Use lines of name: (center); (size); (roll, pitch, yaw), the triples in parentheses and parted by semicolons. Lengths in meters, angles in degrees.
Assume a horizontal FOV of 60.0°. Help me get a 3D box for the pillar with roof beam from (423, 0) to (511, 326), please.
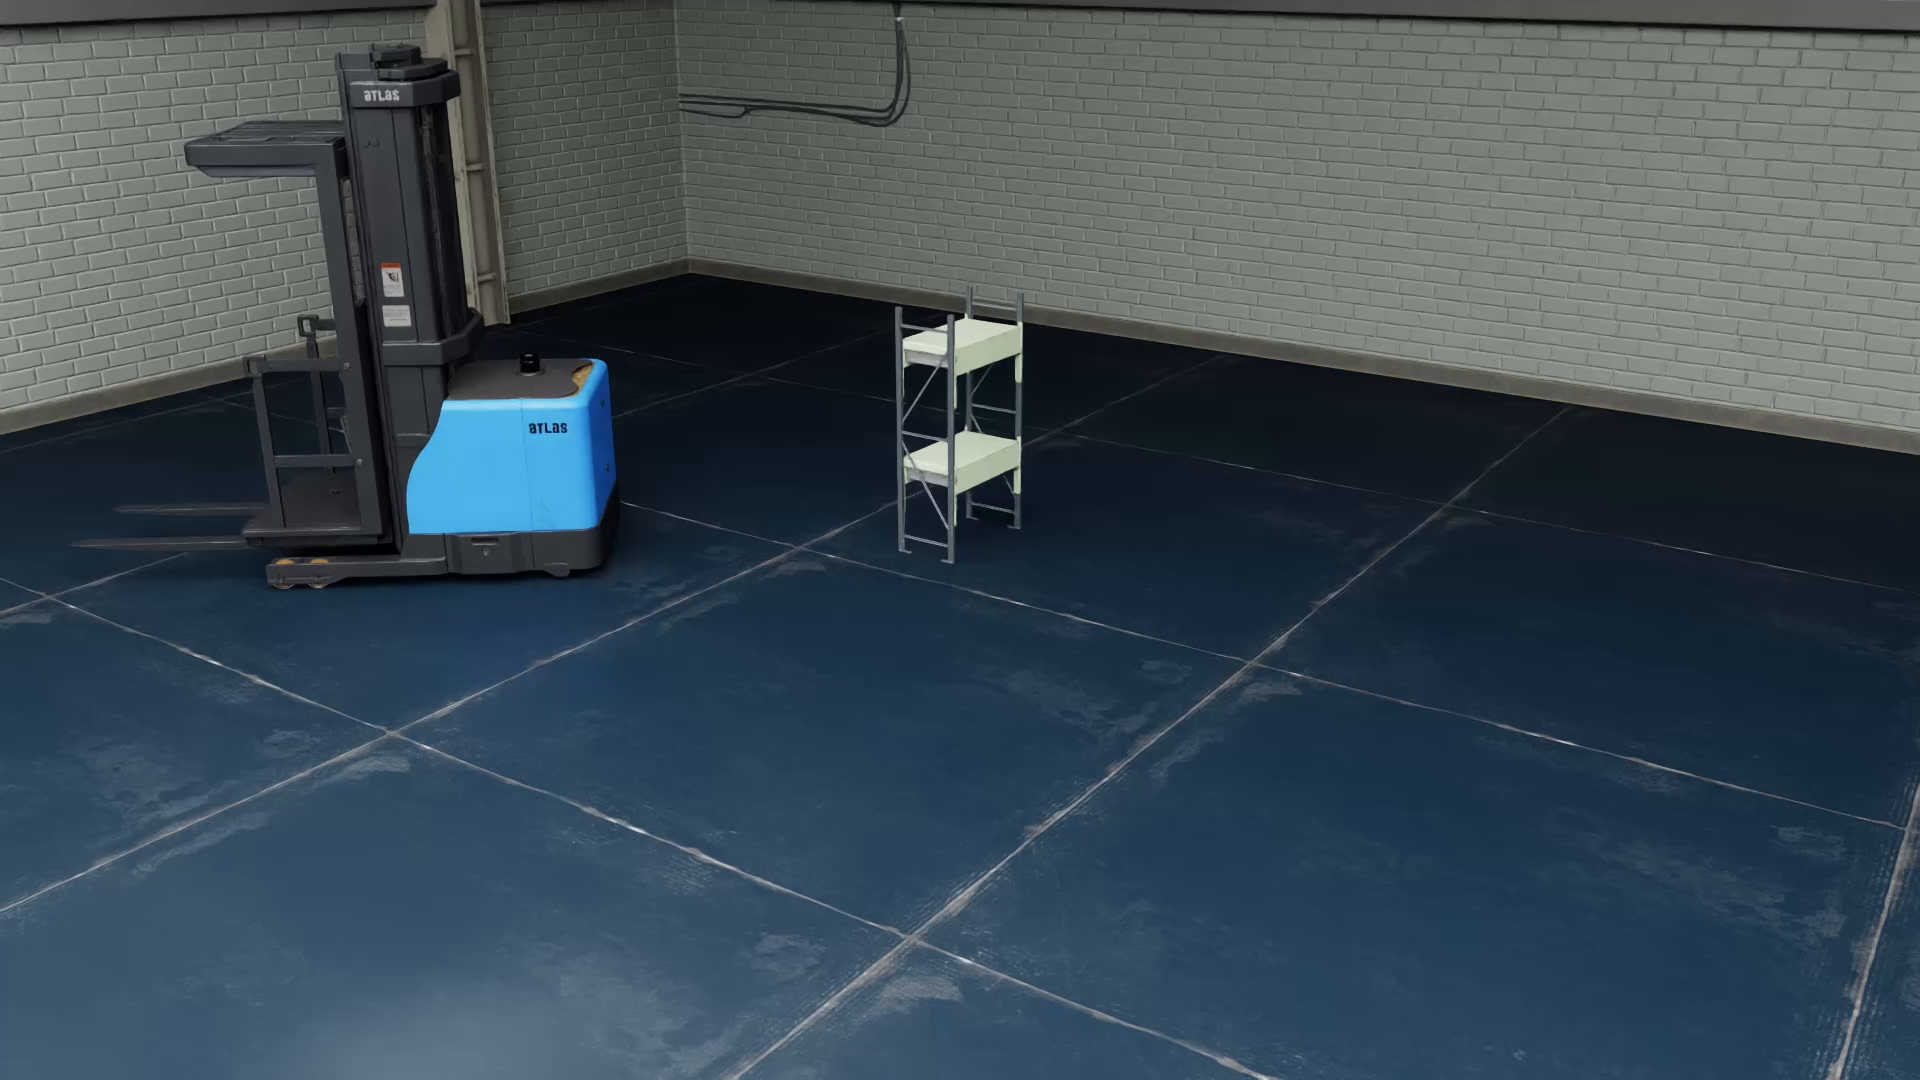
pillar with roof beam: (-0.962, -5.427, 11.966); (9.100, 9.000, 0.400); (13, 24, 32)

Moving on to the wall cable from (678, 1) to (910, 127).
wall cable: (-1.772, -5.398, 16.362); (3.097, 2.526, 0.112); (13, 24, 32)

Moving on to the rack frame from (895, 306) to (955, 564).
rack frame: (-0.202, -0.600, 9.726); (0.400, 1.500, 0.023); (13, 24, 32)

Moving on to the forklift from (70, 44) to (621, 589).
forklift: (-3.621, -1.285, 9.514); (3.031, 2.935, 1.130); (-1, 20, -4)

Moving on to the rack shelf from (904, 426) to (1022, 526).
rack shelf: (0.004, -0.400, 10.123); (0.431, 0.370, 0.720); (13, 24, 32)

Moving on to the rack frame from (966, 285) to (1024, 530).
rack frame: (0.209, -0.810, 10.294); (0.400, 1.500, 0.023); (13, 24, 32)

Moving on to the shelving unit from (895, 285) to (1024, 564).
shelving unit: (0.004, -0.705, 10.010); (0.431, 1.500, 0.755); (13, 24, 32)

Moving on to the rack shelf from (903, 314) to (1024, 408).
rack shelf: (0.004, -1.071, 9.875); (0.431, 0.370, 0.720); (13, 24, 32)
